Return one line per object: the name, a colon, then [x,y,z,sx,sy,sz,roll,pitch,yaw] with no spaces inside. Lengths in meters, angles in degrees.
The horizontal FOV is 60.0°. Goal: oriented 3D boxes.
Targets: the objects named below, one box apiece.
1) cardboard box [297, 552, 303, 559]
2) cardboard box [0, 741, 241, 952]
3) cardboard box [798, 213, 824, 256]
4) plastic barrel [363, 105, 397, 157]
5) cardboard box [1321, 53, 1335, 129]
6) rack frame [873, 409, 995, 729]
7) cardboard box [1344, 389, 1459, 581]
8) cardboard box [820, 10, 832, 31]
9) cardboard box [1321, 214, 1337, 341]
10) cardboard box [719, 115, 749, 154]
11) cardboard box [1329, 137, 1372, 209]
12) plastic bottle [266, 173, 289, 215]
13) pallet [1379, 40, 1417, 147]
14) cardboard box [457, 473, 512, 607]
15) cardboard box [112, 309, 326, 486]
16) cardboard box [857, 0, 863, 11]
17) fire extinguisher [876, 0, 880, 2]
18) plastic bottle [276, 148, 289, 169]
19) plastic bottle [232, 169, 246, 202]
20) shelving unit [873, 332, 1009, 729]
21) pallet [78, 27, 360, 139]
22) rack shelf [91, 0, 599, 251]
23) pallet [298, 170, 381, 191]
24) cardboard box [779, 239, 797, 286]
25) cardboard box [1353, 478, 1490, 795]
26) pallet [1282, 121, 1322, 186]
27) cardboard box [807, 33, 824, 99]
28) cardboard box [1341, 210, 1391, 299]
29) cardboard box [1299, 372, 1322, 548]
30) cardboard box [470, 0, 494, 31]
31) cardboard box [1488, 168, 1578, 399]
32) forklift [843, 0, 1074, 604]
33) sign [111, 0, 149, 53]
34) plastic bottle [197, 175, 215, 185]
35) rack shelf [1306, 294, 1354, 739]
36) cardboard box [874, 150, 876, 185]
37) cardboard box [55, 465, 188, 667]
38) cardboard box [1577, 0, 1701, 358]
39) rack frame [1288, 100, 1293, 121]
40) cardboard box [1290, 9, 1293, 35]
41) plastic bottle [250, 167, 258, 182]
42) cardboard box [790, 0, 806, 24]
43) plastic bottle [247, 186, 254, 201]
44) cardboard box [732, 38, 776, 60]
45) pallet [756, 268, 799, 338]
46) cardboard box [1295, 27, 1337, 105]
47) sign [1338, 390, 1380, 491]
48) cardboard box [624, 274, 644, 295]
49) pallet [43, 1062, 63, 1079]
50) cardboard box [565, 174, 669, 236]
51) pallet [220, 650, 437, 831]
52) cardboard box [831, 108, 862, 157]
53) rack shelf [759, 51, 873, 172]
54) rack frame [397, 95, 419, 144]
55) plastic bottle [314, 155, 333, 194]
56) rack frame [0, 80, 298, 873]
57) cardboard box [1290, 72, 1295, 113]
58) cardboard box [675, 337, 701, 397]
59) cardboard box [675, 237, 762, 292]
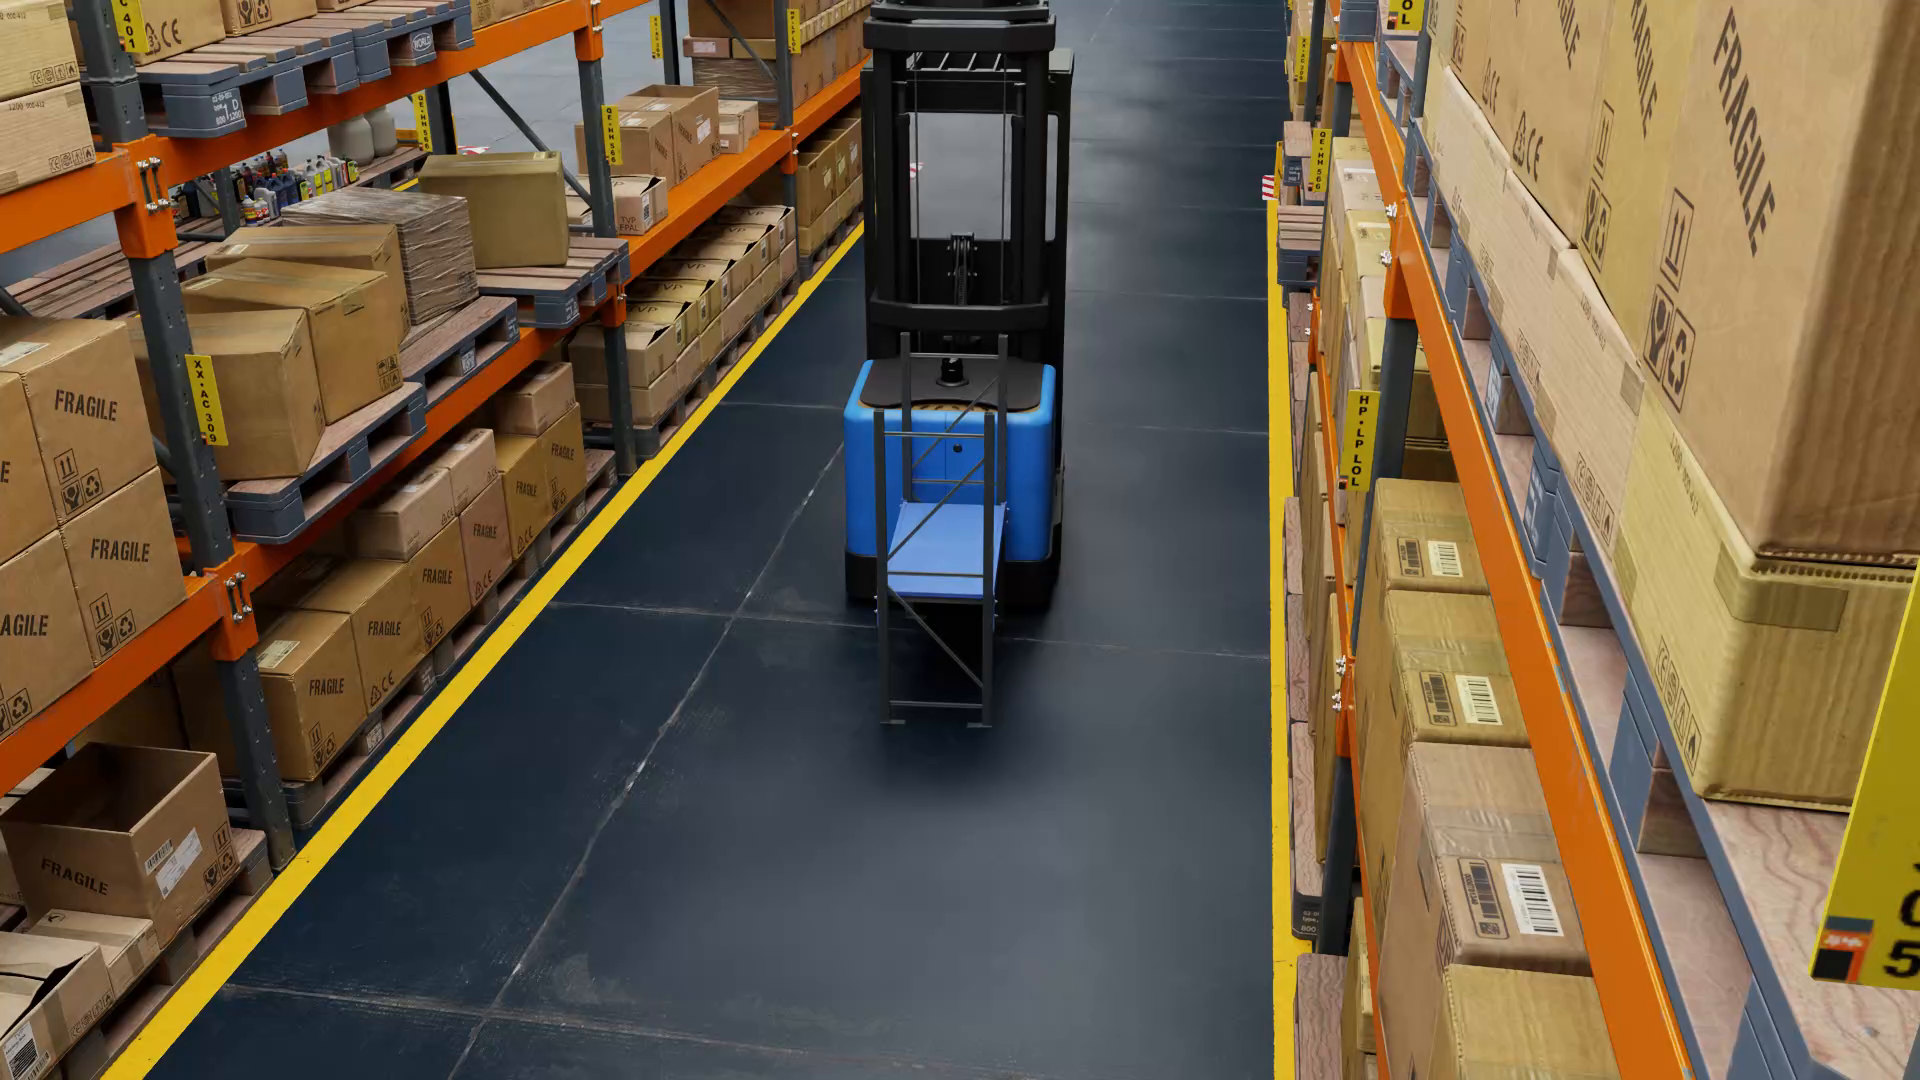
cardboard box: [-3.158,0.170,7.778,0.500,0.500,0.500,4,25,9]
cardboard box: [-2.941,1.070,5.856,0.500,0.500,0.500,4,25,9]
cardboard box: [-1.445,-2.585,13.981,0.500,0.250,0.500,4,25,9]
plastic barrel: [-6.085,-4.267,17.268,0.421,0.512,0.421,0,25,0]
cardboard box: [2.951,-3.159,11.824,0.700,0.500,0.500,4,25,9]
rack frame: [-0.107,0.151,7.158,0.500,1.500,0.032,2,25,4]
cardboard box: [1.587,-0.179,5.601,0.500,0.500,0.500,4,25,8]
cardboard box: [-1.336,-4.553,14.555,0.380,0.149,0.250,4,25,8]
cardboard box: [1.987,-1.237,7.863,0.500,0.500,0.500,5,26,10]
cardboard box: [-1.783,-3.025,12.334,0.396,0.266,0.258,3,25,7]
cardboard box: [2.081,-1.797,8.173,0.500,0.250,0.500,5,25,10]
plastic bottle: [-6.165,-3.120,14.983,0.144,0.351,0.185,5,25,10]
pallet: [1.861,-1.438,5.471,0.805,0.209,1.217,3,25,6]
cardboard box: [-2.560,-0.017,8.178,0.500,0.500,0.500,3,25,7]
cardboard box: [-2.829,-0.539,6.250,0.700,0.500,0.500,-4,25,-9]
cardboard box: [-1.124,-5.089,15.701,0.380,0.149,0.250,4,25,8]
fire extinguisher: [-0.689,-5.122,16.745,0.296,0.674,0.183,4,25,9]
plastic bottle: [-6.656,-3.711,16.340,0.097,0.271,0.097,0,25,0]
plastic bottle: [-6.696,-3.289,15.423,0.061,0.283,0.133,4,25,9]
shelving unit: [-0.067,-0.064,7.617,0.538,1.500,1.048,2,25,4]
pallet: [-2.952,-1.662,5.946,1.213,0.211,1.003,4,25,9]
rack shelf: [-2.801,-1.990,7.274,1.077,0.370,4.000,4,25,9]
pallet: [-6.358,-3.338,16.133,1.003,0.211,1.213,4,25,9]
cardboard box: [-1.602,-2.218,13.199,0.500,0.250,0.500,4,25,8]
cardboard box: [1.655,0.311,4.694,0.980,0.700,0.700,4,25,9]
pallet: [2.799,-2.729,11.767,1.003,0.211,1.213,4,25,9]
cardboard box: [-1.588,-4.129,14.414,0.700,0.500,0.500,4,25,9]
cardboard box: [1.843,-1.161,6.814,0.500,0.250,0.500,4,25,7]
cardboard box: [2.164,-0.370,8.543,0.750,0.750,0.750,4,25,8]
cardboard box: [-2.680,-2.582,7.572,0.910,0.500,0.500,4,25,9]
cardboard box: [1.128,-0.393,2.576,0.500,0.250,0.500,3,25,7]
forklift: [0.050,-1.591,9.191,1.130,2.935,3.031,2,25,4]
sign: [-2.591,-1.679,5.151,0.100,0.325,0.005,4,25,9]
plastic bottle: [-6.854,-3.181,15.112,0.144,0.351,0.185,3,25,6]
rack shelf: [2.087,-0.290,7.180,1.077,0.370,4.000,4,25,9]
cardboard box: [-1.032,-3.630,16.215,0.500,0.250,0.500,4,25,9]
cardboard box: [-2.956,0.061,5.464,0.500,0.500,0.500,4,25,9]
cardboard box: [1.049,-0.506,1.933,0.500,0.500,0.500,5,26,10]
rack frame: [3.721,-4.798,15.962,1.000,3.000,0.127,4,25,9]
cardboard box: [3.347,-4.900,15.449,0.500,0.500,0.500,4,25,9]
plastic bottle: [-6.745,-3.453,15.871,0.097,0.201,0.097,0,25,0]
cardboard box: [-1.673,-4.497,13.671,0.700,0.500,0.500,4,25,8]
plastic bottle: [-6.301,-3.028,14.865,0.061,0.283,0.133,4,25,9]
cardboard box: [-1.585,-3.905,13.171,0.380,0.149,0.250,4,25,8]
pallet: [-1.902,-1.893,13.045,1.003,0.211,1.213,4,25,9]
cardboard box: [2.840,-3.625,12.725,0.500,0.500,0.500,4,25,8]
sign: [1.223,-0.301,5.083,0.100,0.325,0.005,4,25,9]
cardboard box: [-2.467,-1.658,11.339,0.500,0.311,0.500,4,25,8]
pallet: [-3.438,1.941,4.854,1.003,0.211,1.213,4,25,9]
cardboard box: [-2.137,-2.114,10.333,0.500,0.311,0.500,4,25,8]
pallet: [-3.032,0.799,7.294,1.003,0.211,1.213,4,25,9]
cardboard box: [-1.109,-3.760,15.608,0.500,0.500,0.500,4,25,9]
rack shelf: [-1.493,-3.977,15.058,1.077,0.370,4.000,4,25,9]
rack frame: [-6.053,-5.484,17.429,1.000,3.000,0.127,4,25,9]
plastic bottle: [-6.034,-3.454,15.697,0.144,0.351,0.185,5,26,11]
rack frame: [-3.128,-0.121,5.970,1.000,3.000,0.127,4,25,9]
cardboard box: [3.002,-3.705,13.779,0.500,0.250,0.500,4,25,8]
cardboard box: [-2.017,-1.148,10.912,0.500,0.250,0.500,3,25,7]
cardboard box: [-1.766,-2.050,12.177,0.500,0.311,0.500,4,25,8]
